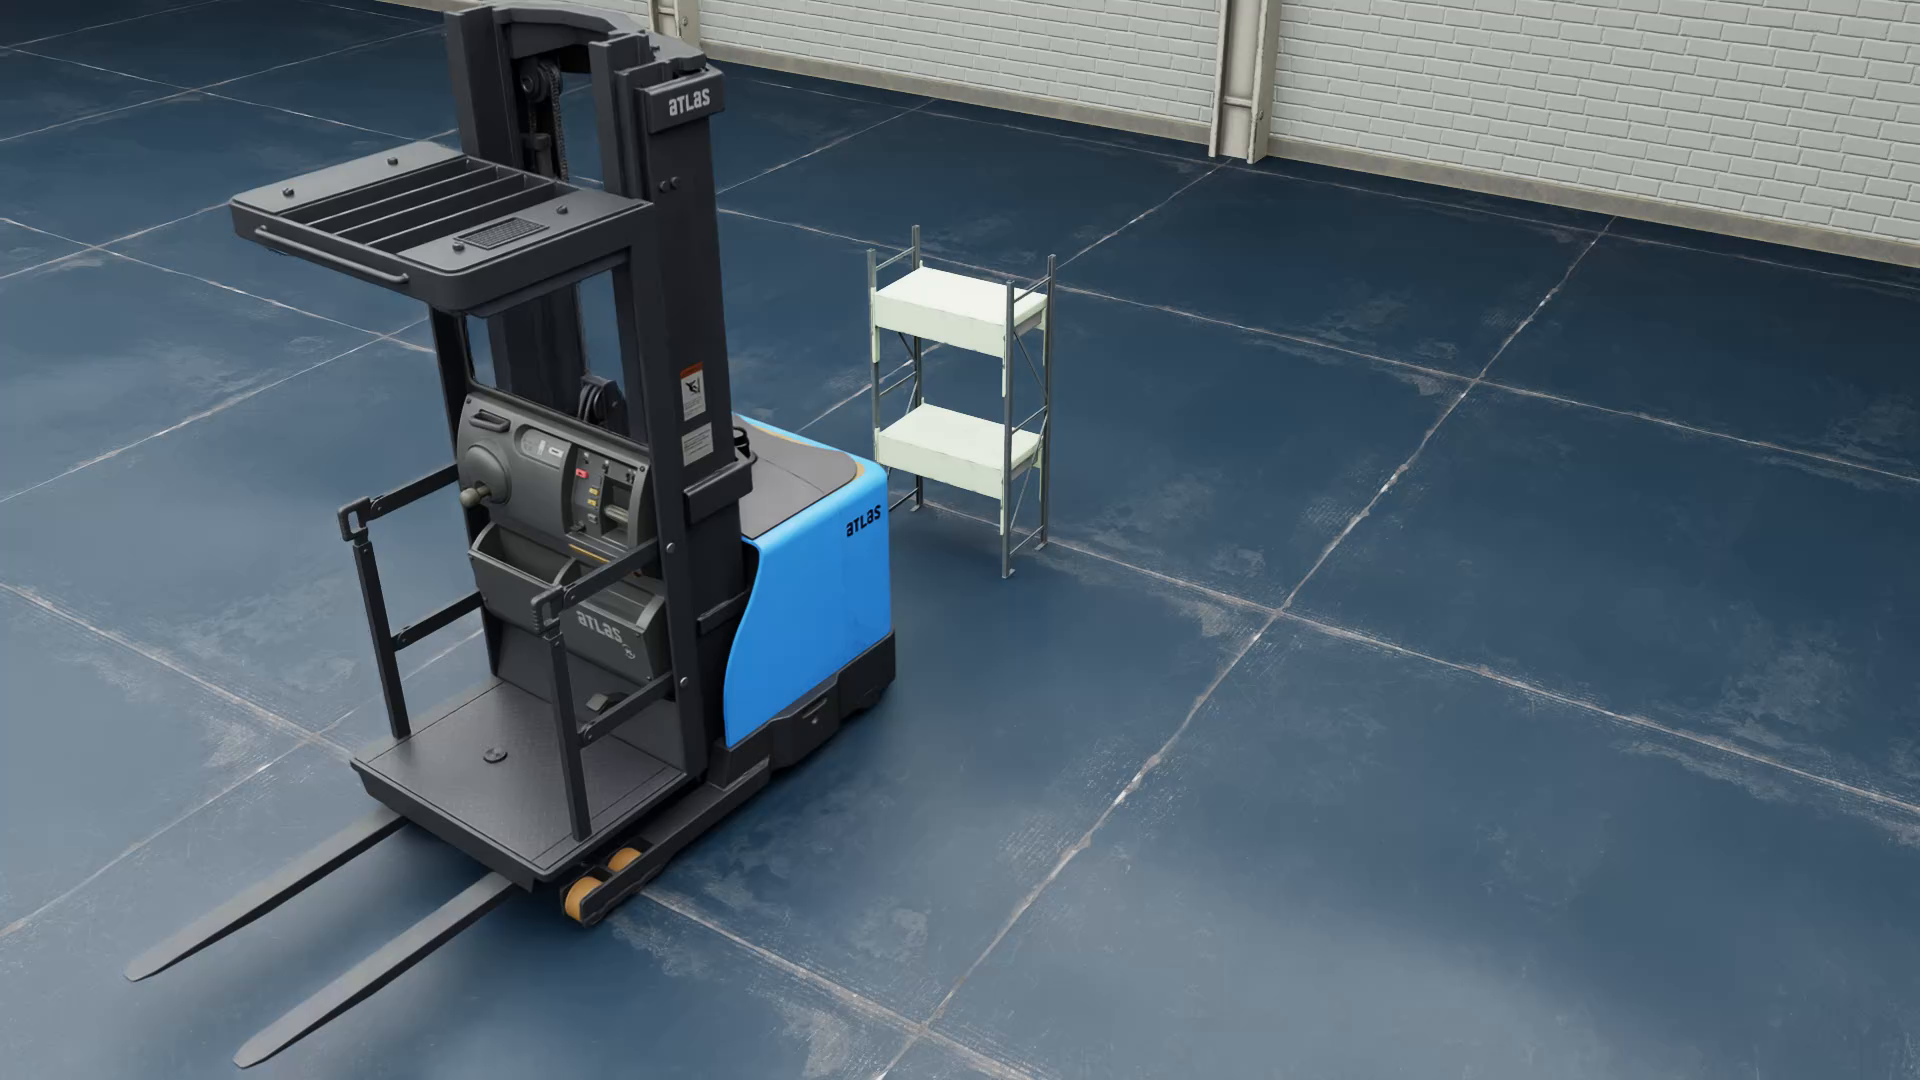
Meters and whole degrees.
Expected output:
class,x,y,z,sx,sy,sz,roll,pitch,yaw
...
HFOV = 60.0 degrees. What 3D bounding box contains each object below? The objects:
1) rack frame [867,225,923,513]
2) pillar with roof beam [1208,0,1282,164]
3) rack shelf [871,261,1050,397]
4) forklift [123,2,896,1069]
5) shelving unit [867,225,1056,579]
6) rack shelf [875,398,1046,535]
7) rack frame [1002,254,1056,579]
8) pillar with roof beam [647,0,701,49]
class,x,y,z,sx,sy,sz,roll,pitch,yaw
rack frame,-0.304,-0.744,8.037,0.023,1.500,0.400,18,35,27
pillar with roof beam,0.000,-5.218,8.264,0.400,9.000,9.100,18,35,27
rack shelf,0.006,-0.983,7.672,0.720,0.370,0.431,18,35,27
forklift,-1.552,-0.180,5.650,1.130,2.935,3.031,20,36,31
shelving unit,0.006,-0.646,7.869,0.755,1.500,0.431,18,35,27
rack shelf,0.006,-0.364,8.033,0.720,0.370,0.431,18,35,27
rack frame,0.316,-0.548,7.701,0.023,1.500,0.400,18,35,27
pillar with roof beam,-5.082,-6.825,11.019,0.400,9.000,9.100,18,35,27
